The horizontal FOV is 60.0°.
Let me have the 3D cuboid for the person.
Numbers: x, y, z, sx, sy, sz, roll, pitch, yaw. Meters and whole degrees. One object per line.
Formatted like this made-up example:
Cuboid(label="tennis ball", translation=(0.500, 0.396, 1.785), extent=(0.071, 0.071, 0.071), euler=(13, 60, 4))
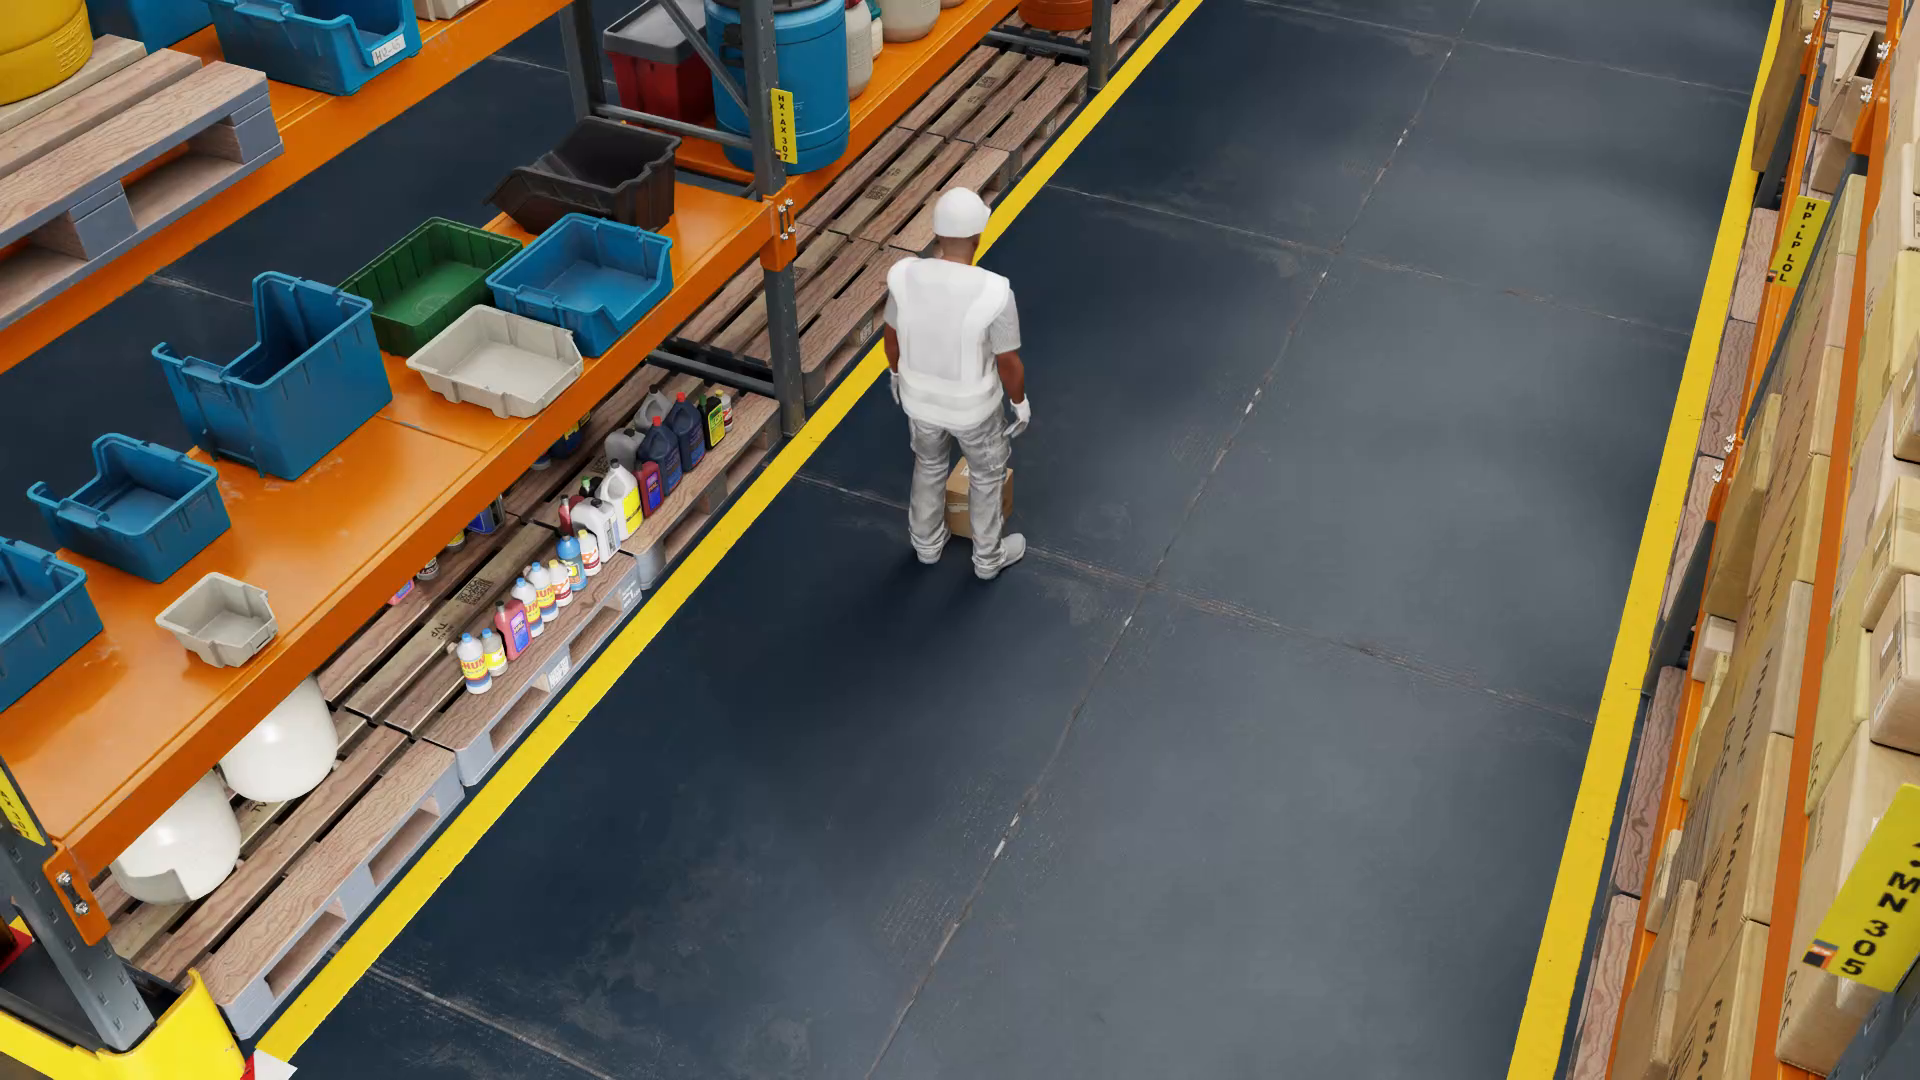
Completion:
Cuboid(label="person", translation=(-0.008, -0.608, 6.836), extent=(0.619, 1.774, 0.452), euler=(17, 44, 18))
